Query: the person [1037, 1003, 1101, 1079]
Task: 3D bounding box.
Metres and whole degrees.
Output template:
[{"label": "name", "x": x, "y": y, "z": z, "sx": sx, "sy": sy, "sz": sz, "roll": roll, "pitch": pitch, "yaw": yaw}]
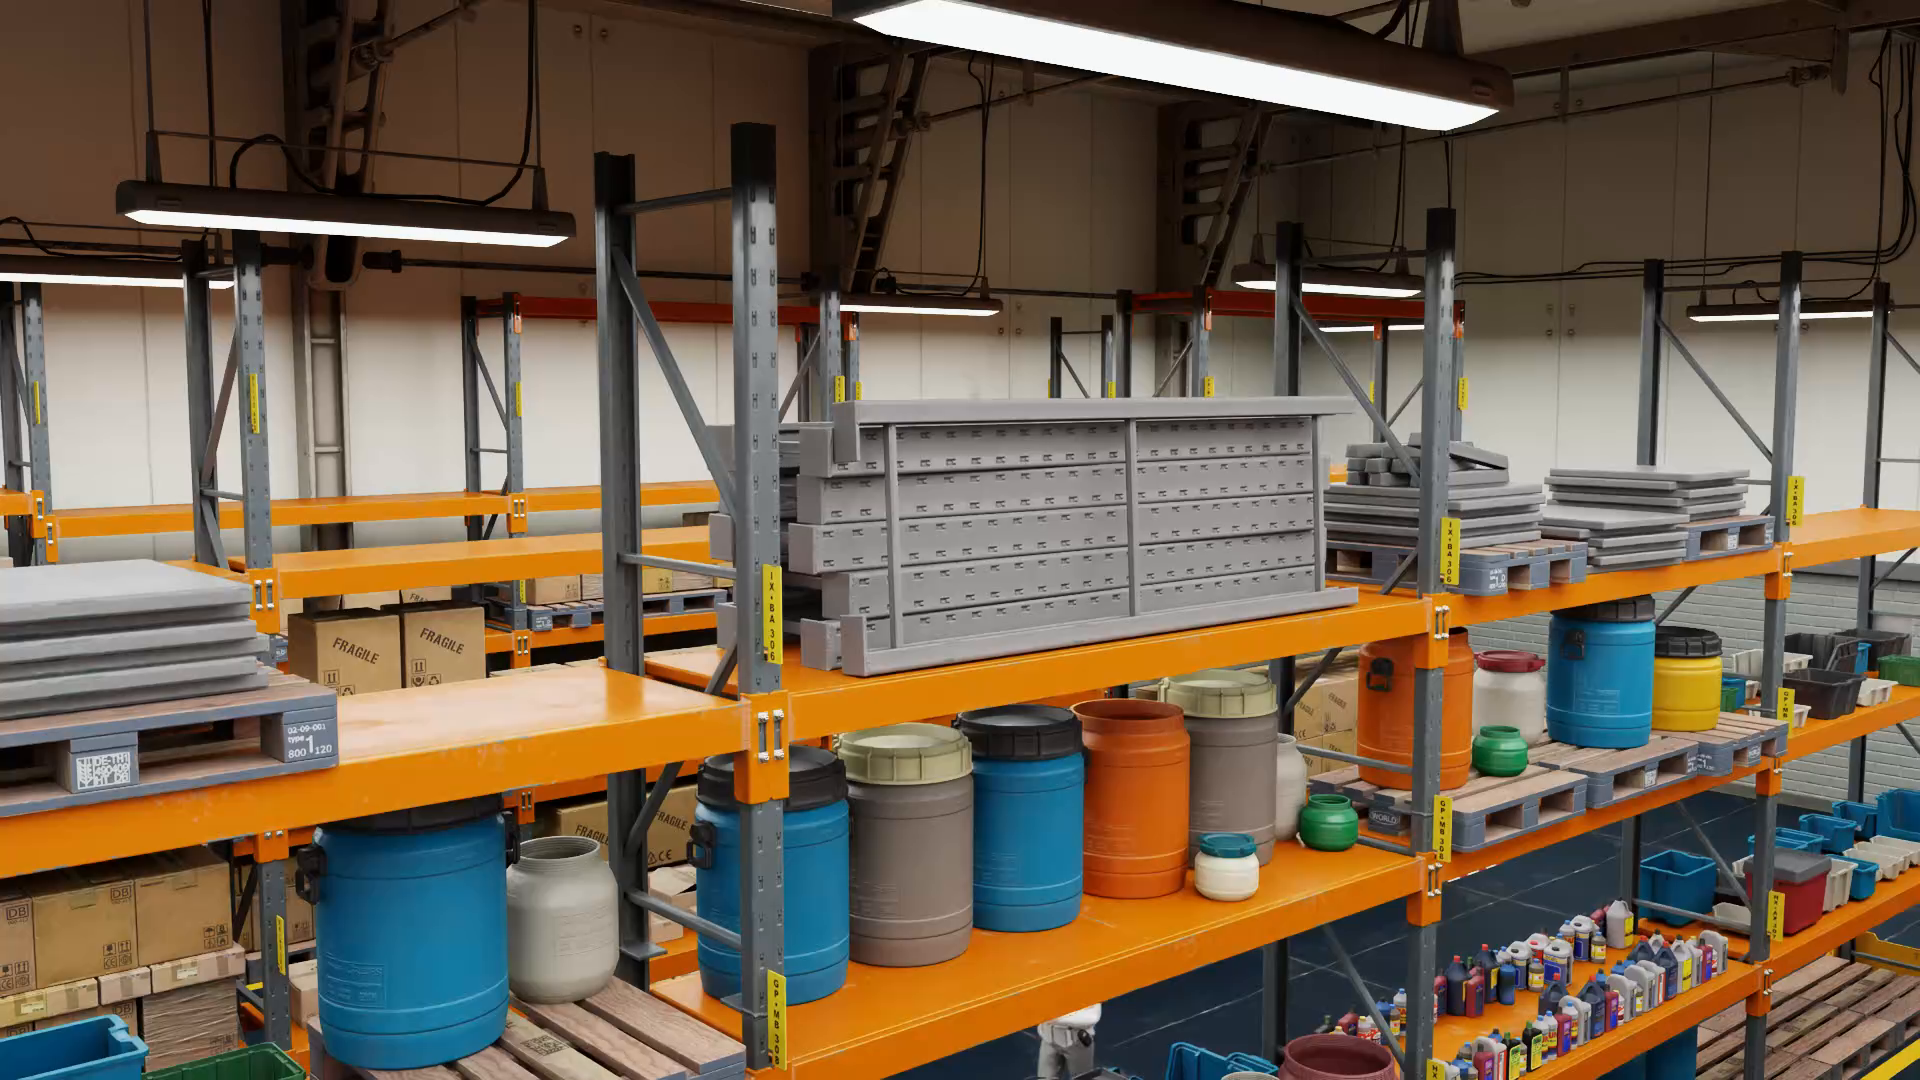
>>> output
[{"label": "person", "x": 0.723, "y": 3.276, "z": 10.871, "sx": 0.607, "sy": 1.678, "sz": 0.919, "roll": 5, "pitch": 8, "yaw": 44}]
